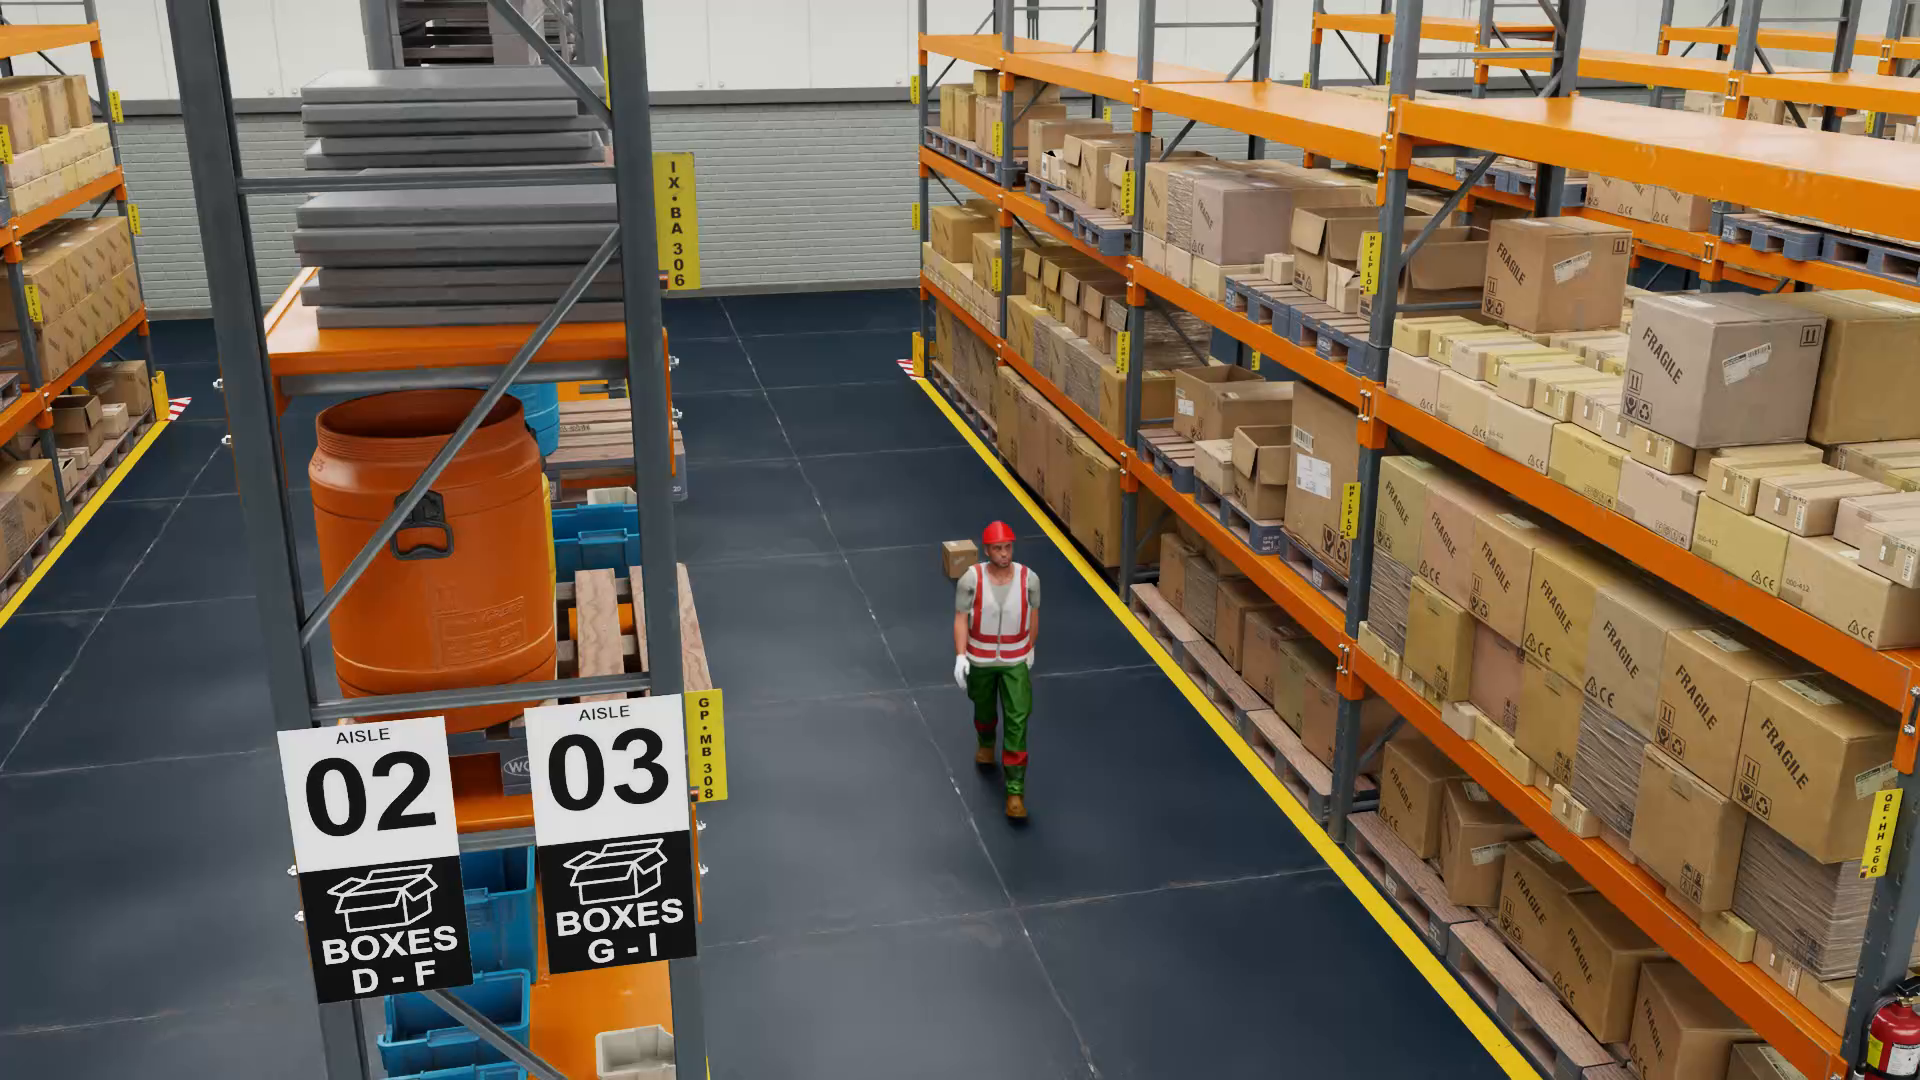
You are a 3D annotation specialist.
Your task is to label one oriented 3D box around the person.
[{"bbox_3d":[0.227,0.746,10.225,0.536,1.736,1.034,0,19,0],"label":"person"}]
